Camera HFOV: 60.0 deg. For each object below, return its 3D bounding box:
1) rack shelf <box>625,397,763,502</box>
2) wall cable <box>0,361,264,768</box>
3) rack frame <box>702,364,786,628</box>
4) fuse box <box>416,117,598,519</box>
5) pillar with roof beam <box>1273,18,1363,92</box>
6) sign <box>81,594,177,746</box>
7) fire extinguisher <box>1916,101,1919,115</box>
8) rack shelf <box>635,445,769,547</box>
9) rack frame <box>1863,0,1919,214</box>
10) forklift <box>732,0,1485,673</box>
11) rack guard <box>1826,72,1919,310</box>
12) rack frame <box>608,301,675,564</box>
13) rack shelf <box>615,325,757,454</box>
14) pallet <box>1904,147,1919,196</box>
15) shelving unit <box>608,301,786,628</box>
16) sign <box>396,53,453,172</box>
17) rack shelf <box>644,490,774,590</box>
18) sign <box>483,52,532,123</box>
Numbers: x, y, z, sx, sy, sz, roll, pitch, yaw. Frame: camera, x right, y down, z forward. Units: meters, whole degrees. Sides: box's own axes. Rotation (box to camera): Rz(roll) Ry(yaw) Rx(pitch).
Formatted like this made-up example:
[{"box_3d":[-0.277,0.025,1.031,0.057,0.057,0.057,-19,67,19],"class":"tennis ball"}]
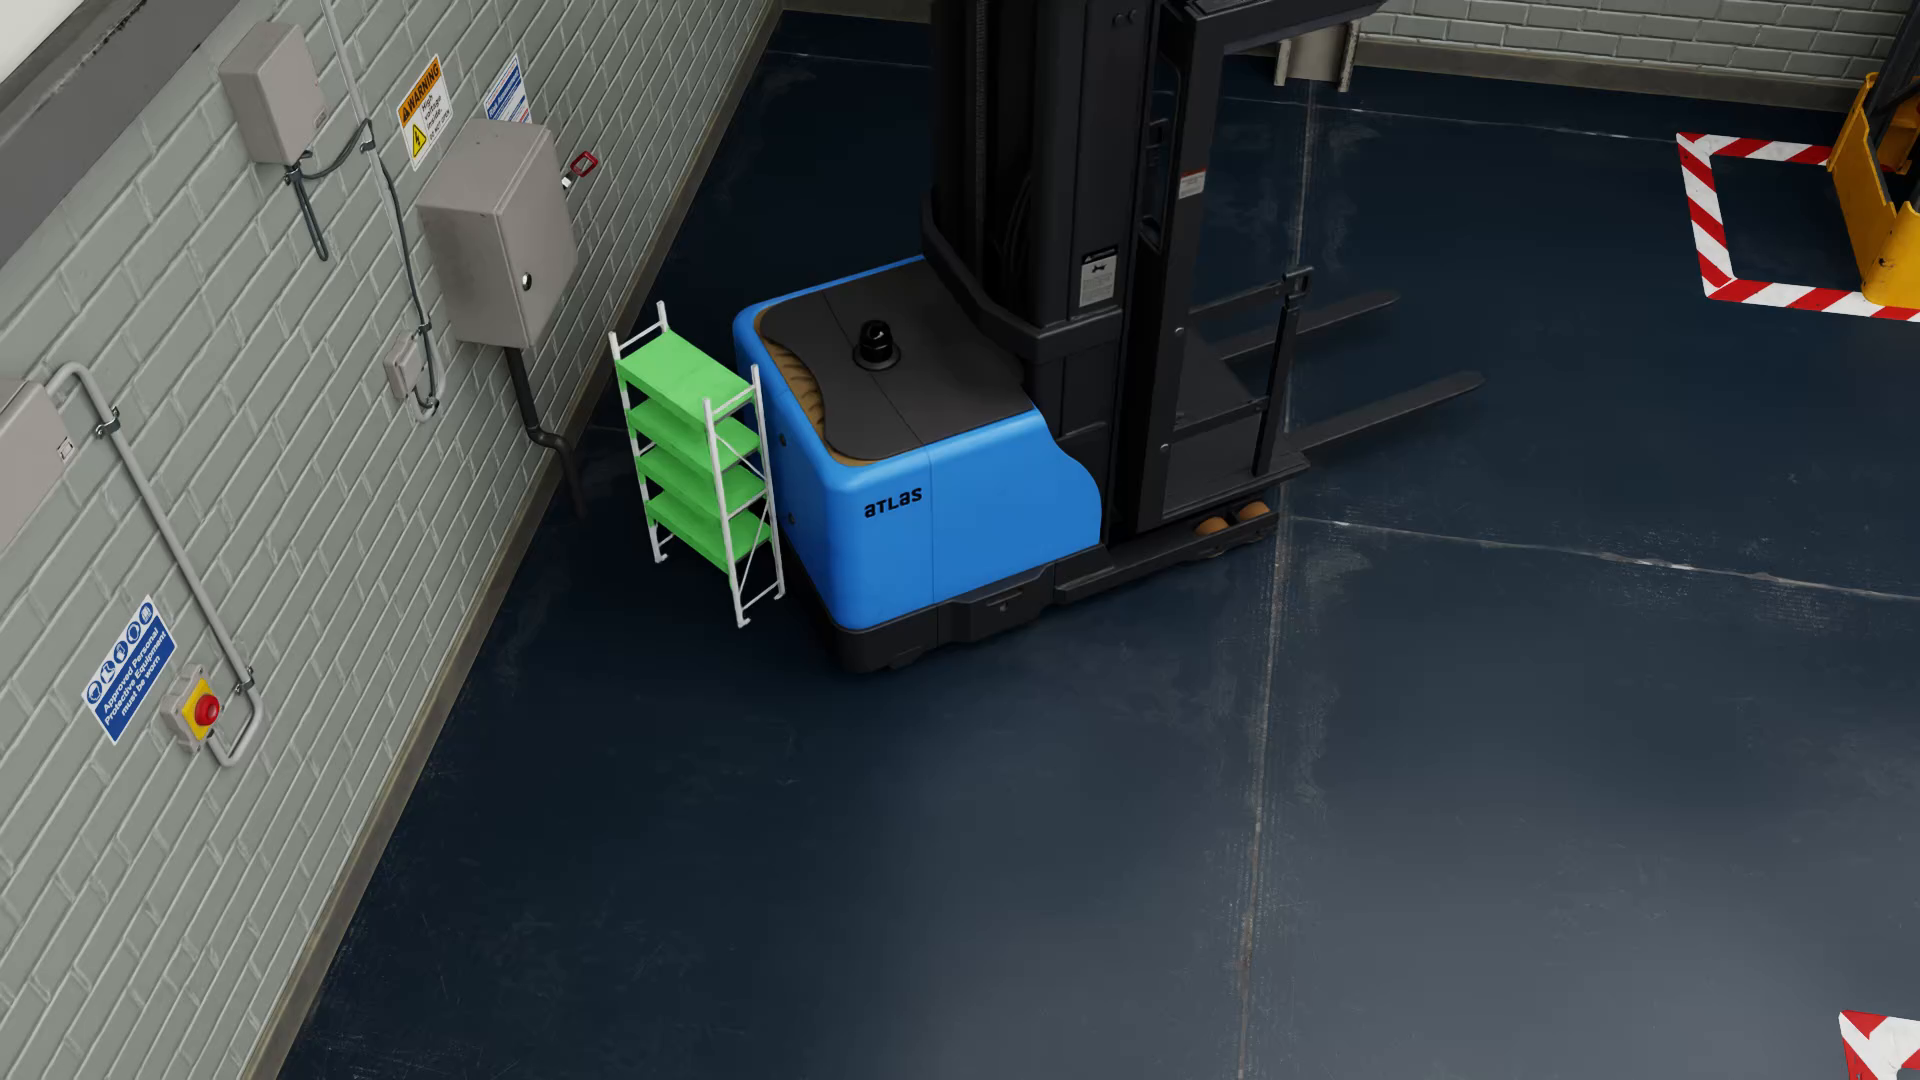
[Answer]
[{"box_3d":[-0.951,-0.370,6.011,0.480,0.148,0.258,34,57,27],"class":"rack shelf"},{"box_3d":[-2.038,0.042,3.963,0.123,1.953,0.585,8,49,7],"class":"wall cable"},{"box_3d":[-0.772,-0.129,6.032,0.015,1.200,0.240,34,57,27],"class":"rack frame"},{"box_3d":[-1.521,-0.695,6.196,0.414,1.711,0.539,8,49,7],"class":"fuse box"},{"box_3d":[1.135,-2.383,2.813,0.400,9.000,9.100,8,49,7],"class":"pillar with roof beam"},{"box_3d":[-2.107,0.329,4.228,0.001,0.218,0.327,8,49,7],"class":"sign"},{"box_3d":[4.167,-2.043,6.844,0.183,0.674,0.296,8,49,7],"class":"fire extinguisher"},{"box_3d":[-0.951,-0.210,6.190,0.480,0.148,0.258,34,57,27],"class":"rack shelf"},{"box_3d":[4.394,-2.513,6.963,0.127,3.000,1.000,8,49,7],"class":"rack frame"},{"box_3d":[0.715,-1.246,5.871,3.031,2.935,1.130,-20,51,-17],"class":"forklift"},{"box_3d":[4.469,-1.667,7.884,0.348,0.500,1.175,8,49,7],"class":"rack guard"},{"box_3d":[-1.131,-0.375,6.253,0.015,1.200,0.240,34,57,27],"class":"rack frame"},{"box_3d":[-0.951,-0.530,5.833,0.480,0.148,0.258,34,57,27],"class":"rack shelf"},{"box_3d":[5.254,-1.466,7.897,1.213,0.211,1.003,8,49,7],"class":"pallet"},{"box_3d":[-0.951,-0.252,6.142,0.503,1.200,0.258,34,57,27],"class":"shelving unit"},{"box_3d":[-1.734,-1.389,5.398,0.001,0.242,0.339,8,49,7],"class":"sign"},{"box_3d":[-0.951,-0.049,6.368,0.480,0.148,0.258,34,57,27],"class":"rack shelf"},{"box_3d":[-1.637,-1.483,6.102,0.001,0.494,0.329,8,49,7],"class":"sign"}]
